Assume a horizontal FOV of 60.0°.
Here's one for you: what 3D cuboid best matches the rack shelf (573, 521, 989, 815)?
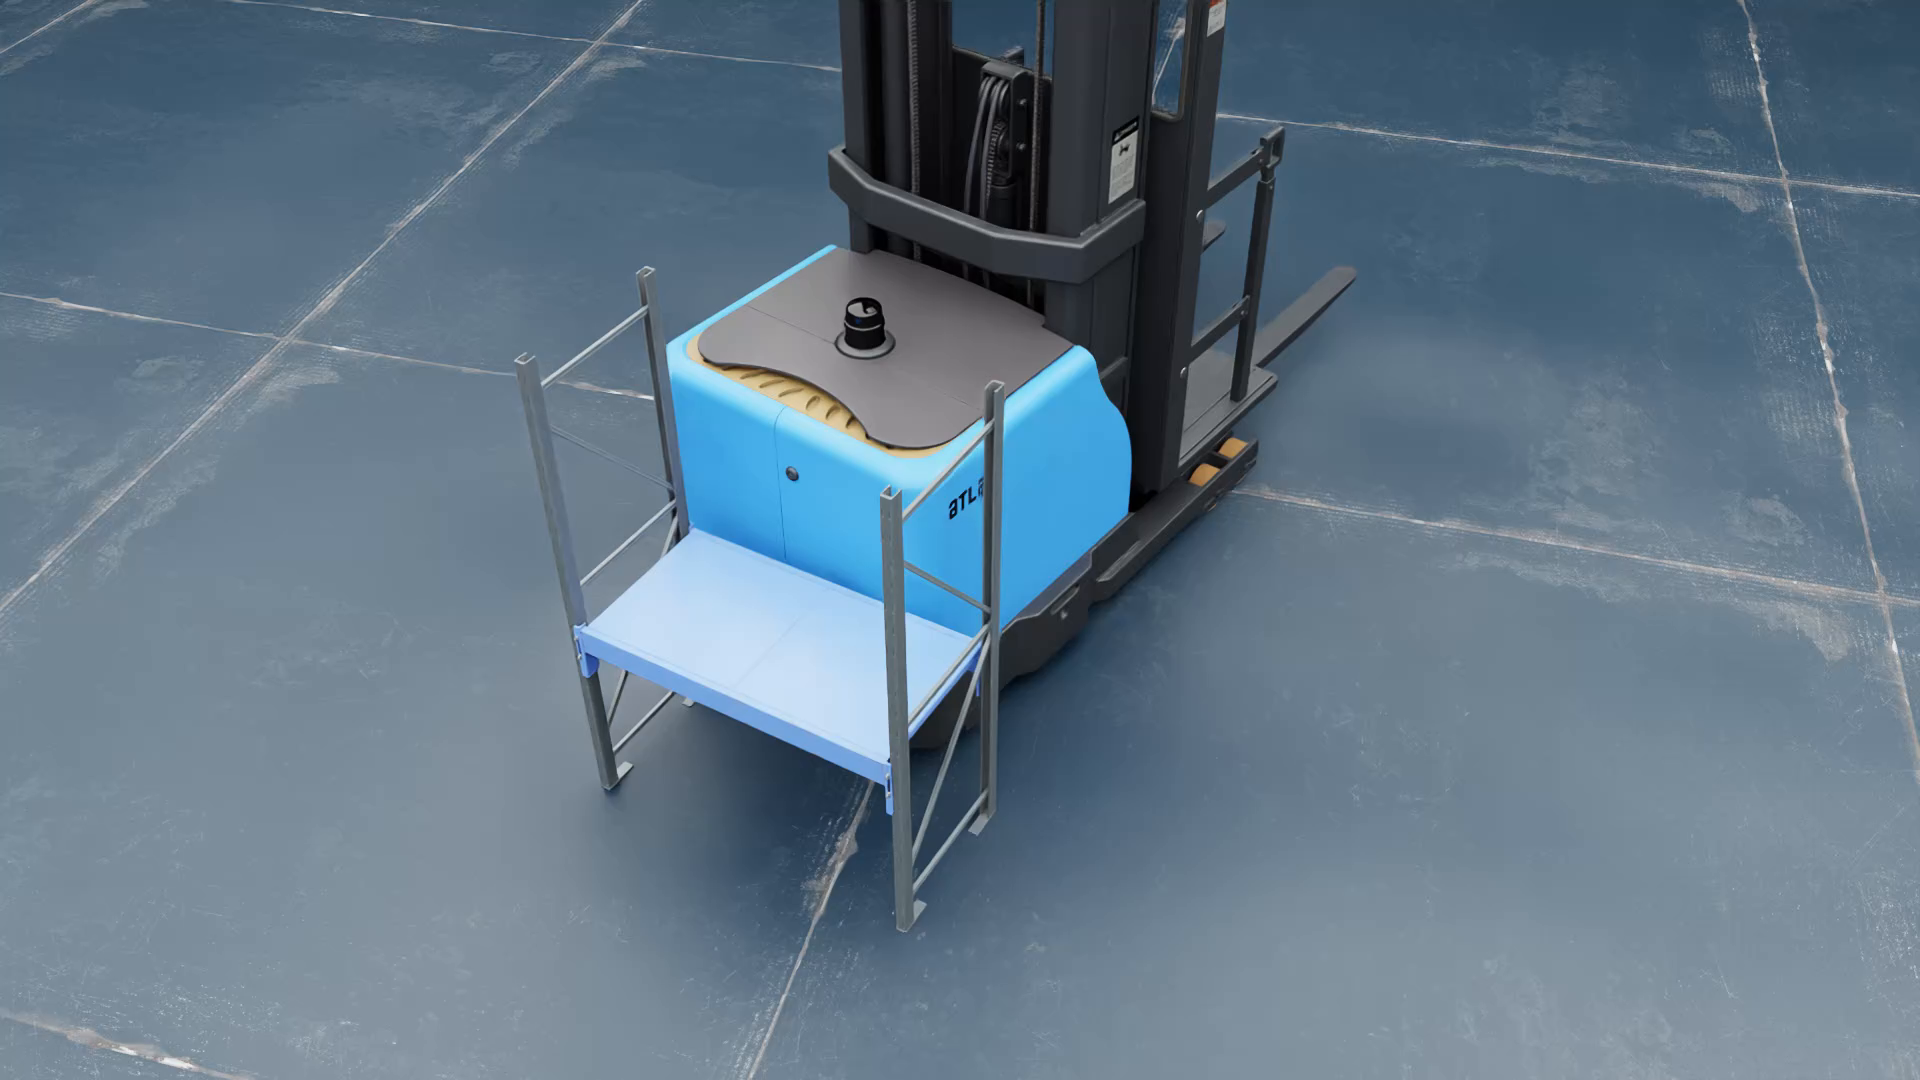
[{"bbox_3d":[-0.474,0.319,4.483,1.000,0.185,0.538,20,44,23],"label":"rack shelf"}]

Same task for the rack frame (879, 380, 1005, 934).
[{"bbox_3d":[-0.034,0.345,4.173,0.032,1.500,0.500,20,44,23],"label":"rack frame"}]

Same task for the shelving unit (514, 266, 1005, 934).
[{"bbox_3d":[-0.474,0.181,4.368,1.048,1.500,0.538,20,44,23],"label":"shelving unit"}]

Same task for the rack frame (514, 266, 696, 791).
[{"bbox_3d":[-0.914,0.018,4.563,0.032,1.500,0.500,20,44,23],"label":"rack frame"}]

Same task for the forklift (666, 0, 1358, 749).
[{"bbox_3d":[0.415,-1.400,5.138,1.130,2.935,3.031,26,47,28],"label":"forklift"}]
